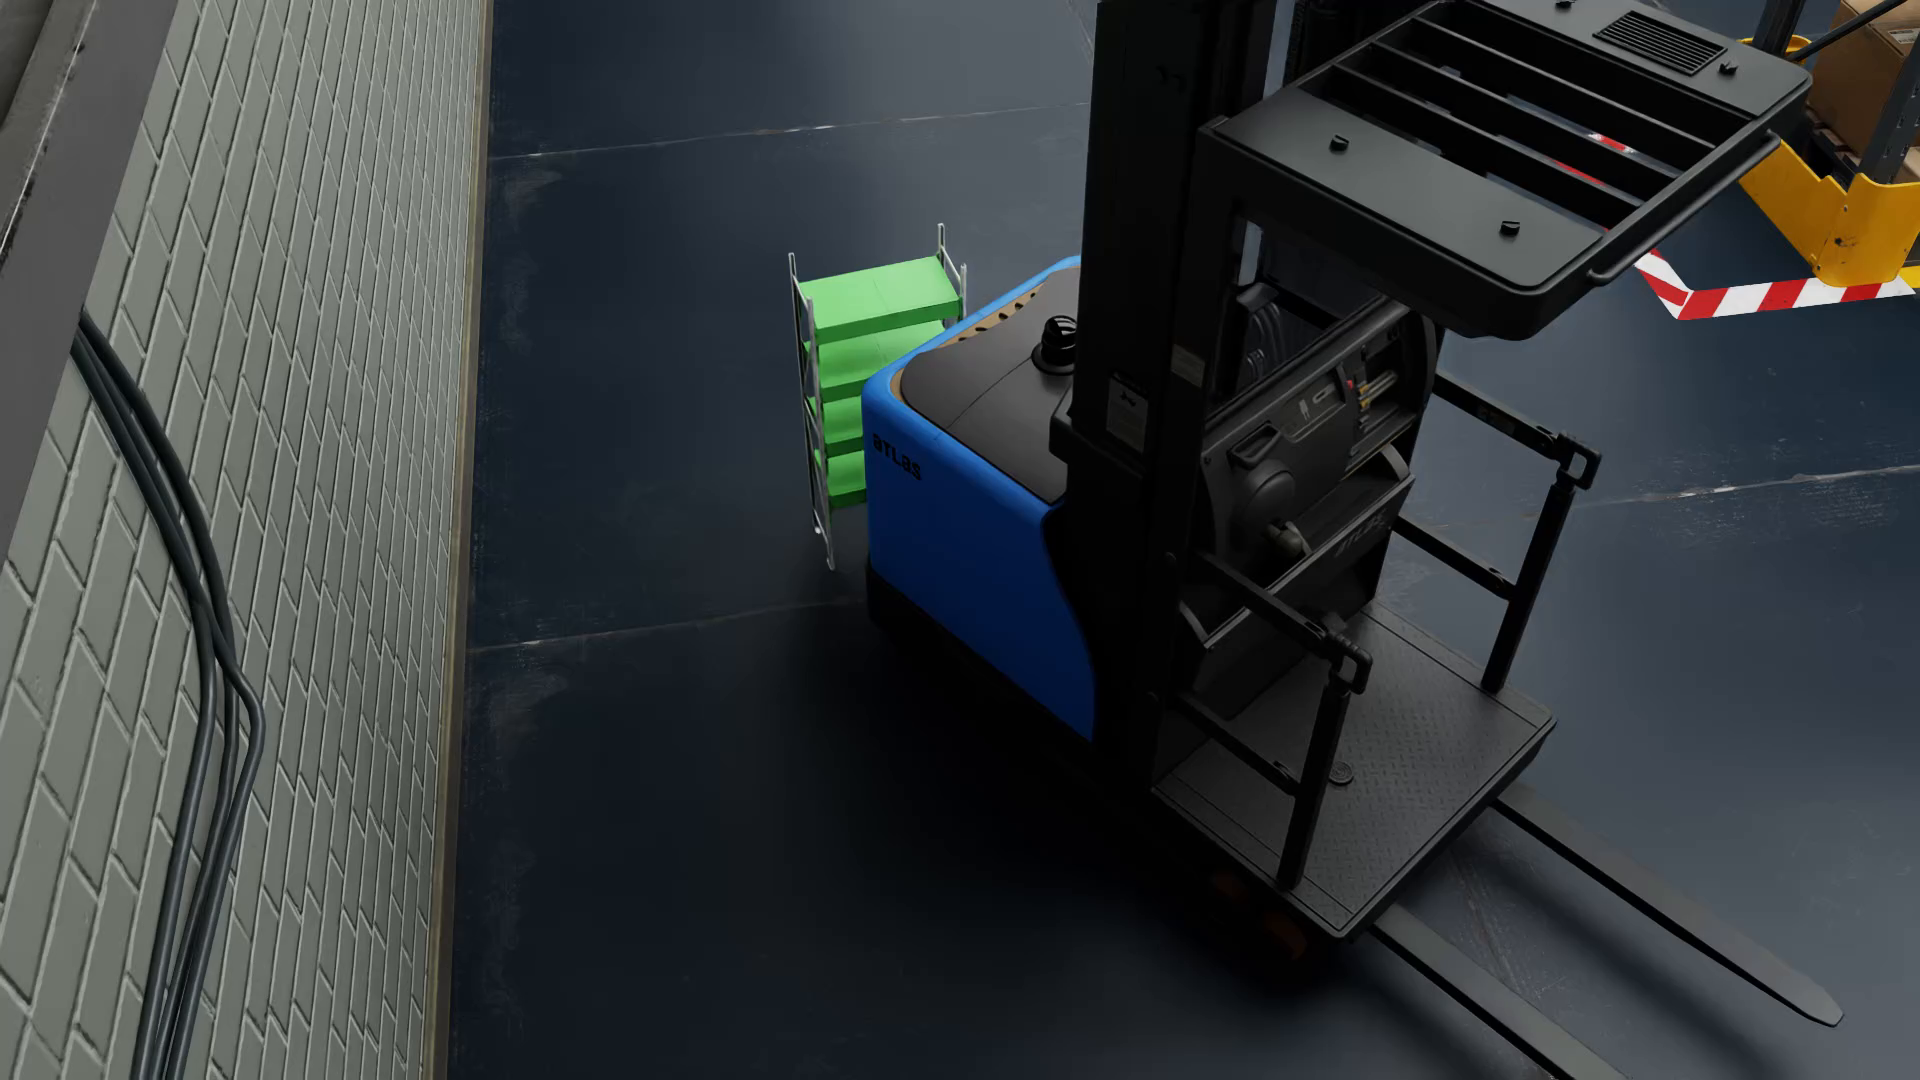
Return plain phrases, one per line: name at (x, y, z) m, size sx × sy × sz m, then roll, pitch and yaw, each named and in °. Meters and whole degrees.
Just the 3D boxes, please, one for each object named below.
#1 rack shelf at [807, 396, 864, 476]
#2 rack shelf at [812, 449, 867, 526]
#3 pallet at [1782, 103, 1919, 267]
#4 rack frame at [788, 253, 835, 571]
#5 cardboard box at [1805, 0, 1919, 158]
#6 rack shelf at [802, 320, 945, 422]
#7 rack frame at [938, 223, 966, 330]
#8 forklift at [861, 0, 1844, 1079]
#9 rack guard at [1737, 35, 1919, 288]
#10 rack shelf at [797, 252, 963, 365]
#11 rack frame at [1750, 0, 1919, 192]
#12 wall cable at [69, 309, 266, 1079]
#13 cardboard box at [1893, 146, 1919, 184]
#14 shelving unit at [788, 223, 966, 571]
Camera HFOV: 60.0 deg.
rack shelf at (-0.256, -0.403, 5.612) m, size 0.480 × 0.148 × 0.258 m, roll -14°, pitch 48°, yaw -13°
rack shelf at (-0.256, -0.237, 5.785) m, size 0.480 × 0.148 × 0.258 m, roll -14°, pitch 48°, yaw -13°
pallet at (4.498, -1.661, 7.422) m, size 1.213 × 0.211 × 1.003 m, roll -7°, pitch 46°, yaw -7°
rack frame at (-0.488, -0.392, 5.512) m, size 0.015 × 1.200 × 0.240 m, roll -14°, pitch 48°, yaw -13°
cardboard box at (4.132, -2.048, 7.288) m, size 0.500 × 0.500 × 0.500 m, roll -7°, pitch 46°, yaw -7°
rack shelf at (-0.256, -0.570, 5.439) m, size 0.480 × 0.148 × 0.258 m, roll -14°, pitch 48°, yaw -13°
rack frame at (-0.025, -0.504, 5.620) m, size 0.015 × 1.200 × 0.240 m, roll -14°, pitch 48°, yaw -13°
forklift at (1.073, -0.216, 4.141) m, size 1.130 × 2.935 × 3.031 m, roll -35°, pitch 55°, yaw -29°
rack guard at (3.713, -1.663, 7.223) m, size 0.348 × 0.500 × 1.175 m, roll -7°, pitch 46°, yaw -7°
rack shelf at (-0.256, -0.736, 5.266) m, size 0.480 × 0.148 × 0.258 m, roll -14°, pitch 48°, yaw -13°
rack frame at (3.638, -2.521, 6.314) m, size 0.127 × 3.000 × 1.000 m, roll -7°, pitch 46°, yaw -7°
wall cable at (-1.148, 0.430, 1.461) m, size 0.112 × 2.526 × 3.097 m, roll -7°, pitch 46°, yaw -7°
cardboard box at (4.109, -1.492, 6.997) m, size 0.250 × 0.149 × 0.380 m, roll -7°, pitch 46°, yaw -7°
shelving unit at (-0.256, -0.448, 5.566) m, size 0.503 × 1.200 × 0.258 m, roll -14°, pitch 48°, yaw -13°
